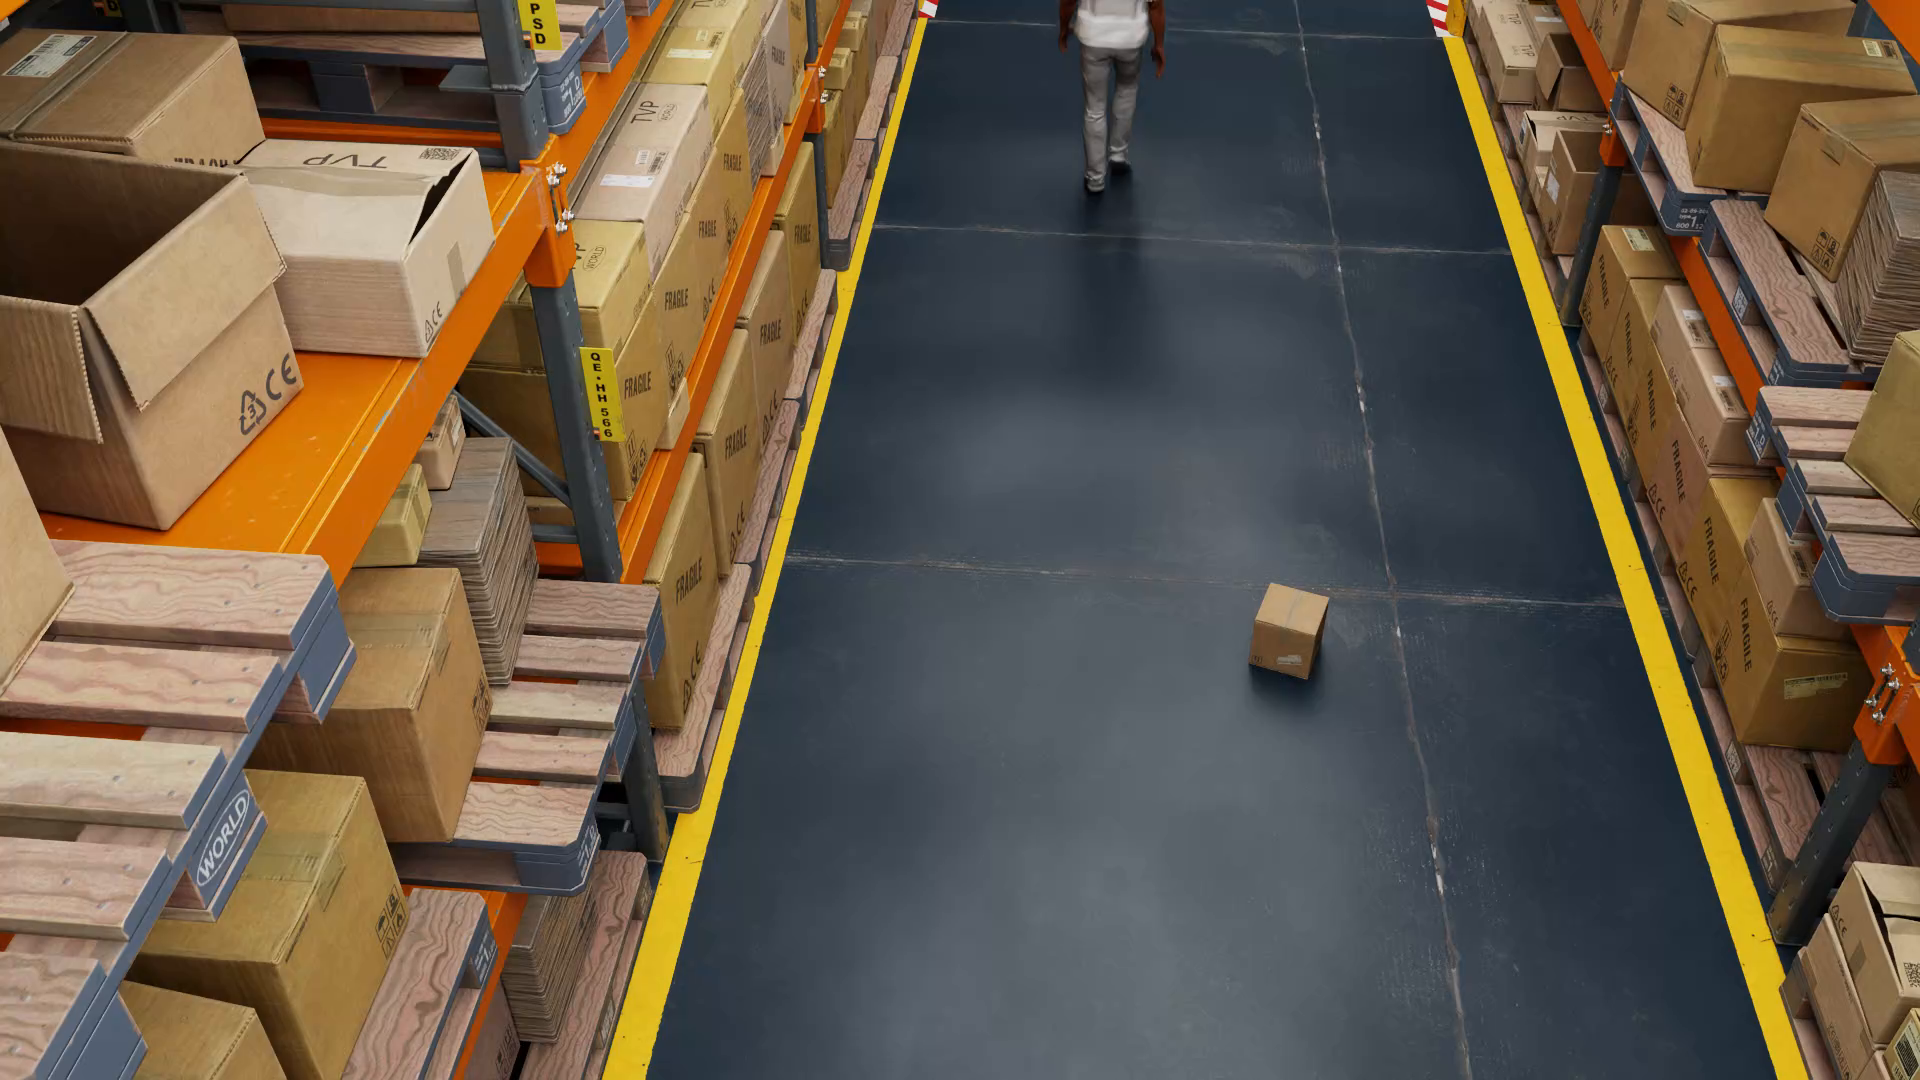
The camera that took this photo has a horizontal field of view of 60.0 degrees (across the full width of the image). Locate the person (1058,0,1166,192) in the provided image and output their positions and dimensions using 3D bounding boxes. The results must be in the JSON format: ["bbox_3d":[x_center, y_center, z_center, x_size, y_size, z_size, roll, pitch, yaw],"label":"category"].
[{"bbox_3d":[0.872,-2.884,9.625,0.613,1.834,0.574,0,40,-1],"label":"person"}]
